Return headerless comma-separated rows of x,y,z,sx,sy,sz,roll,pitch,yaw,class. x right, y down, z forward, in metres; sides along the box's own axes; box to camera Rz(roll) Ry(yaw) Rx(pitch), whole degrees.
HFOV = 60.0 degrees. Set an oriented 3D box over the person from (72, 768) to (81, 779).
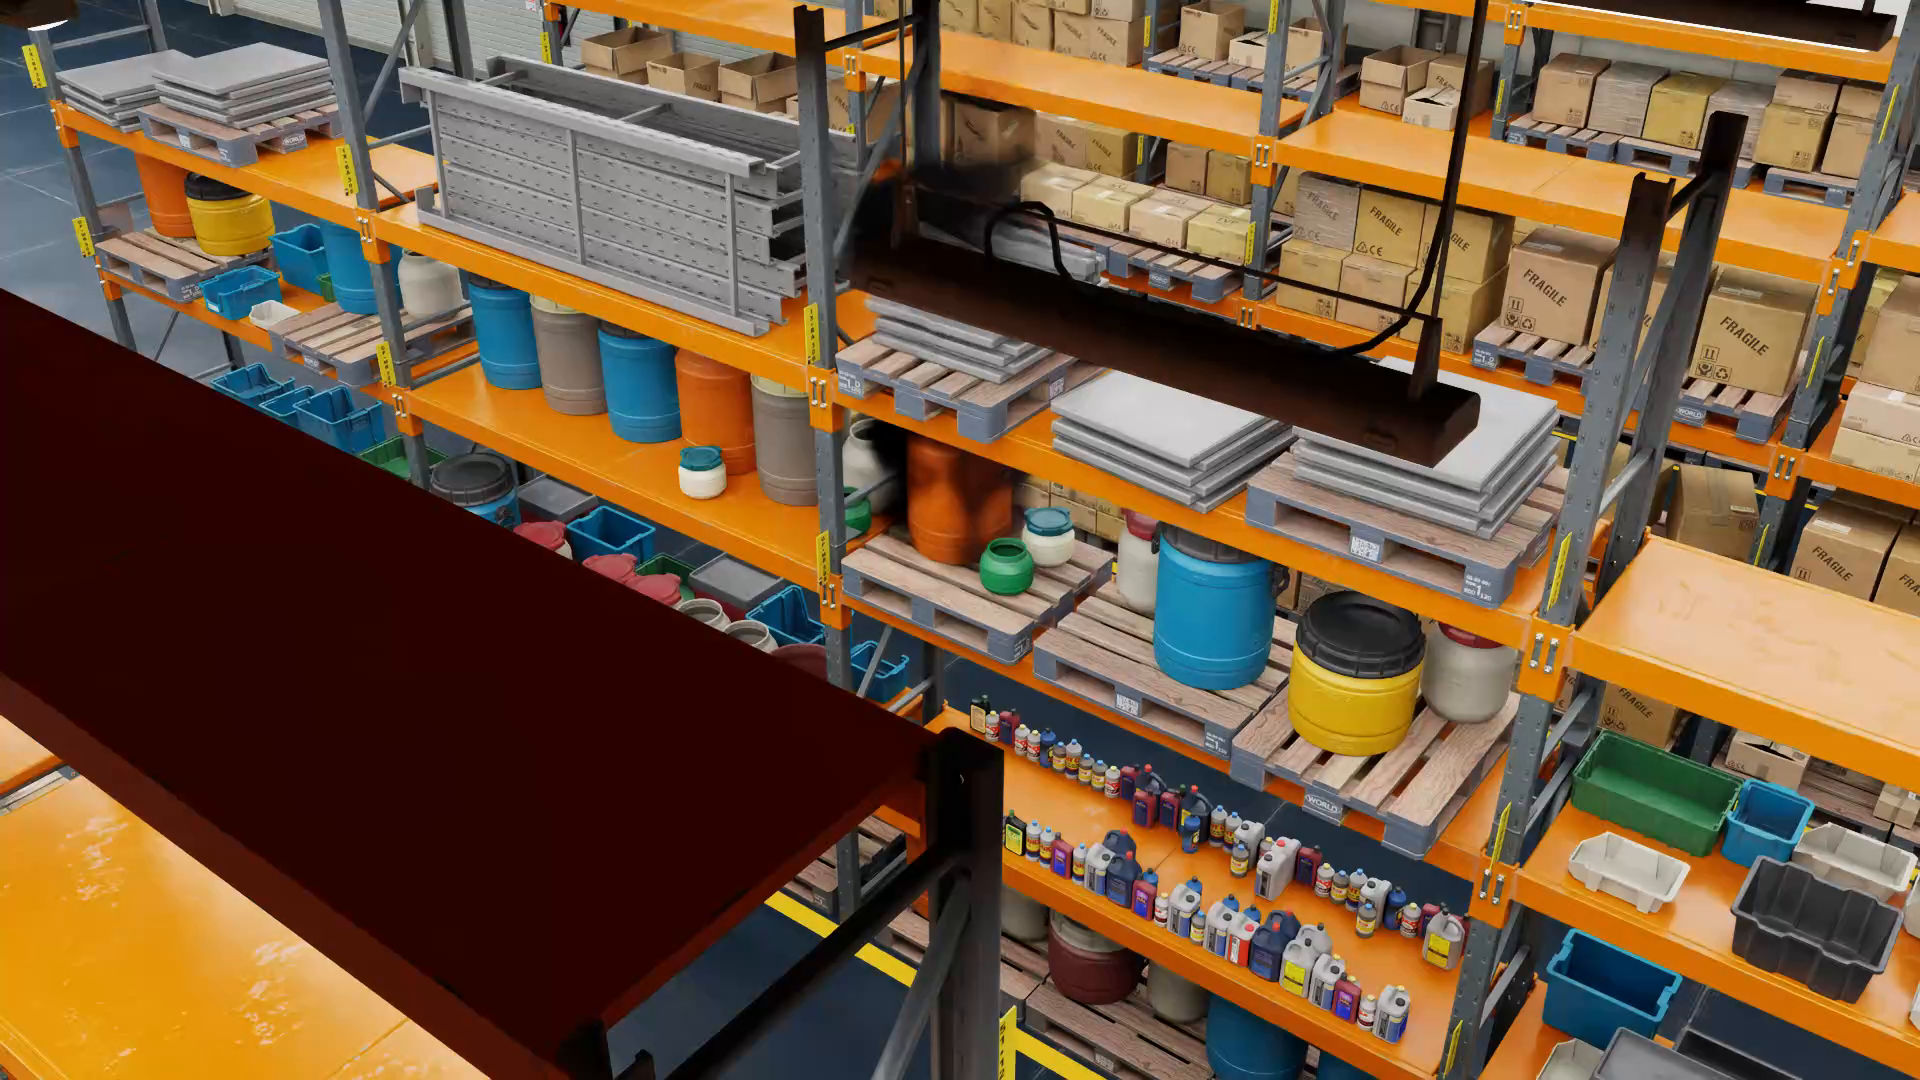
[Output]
-5.378,1.787,10.654,0.785,1.774,0.662,16,35,24,person
